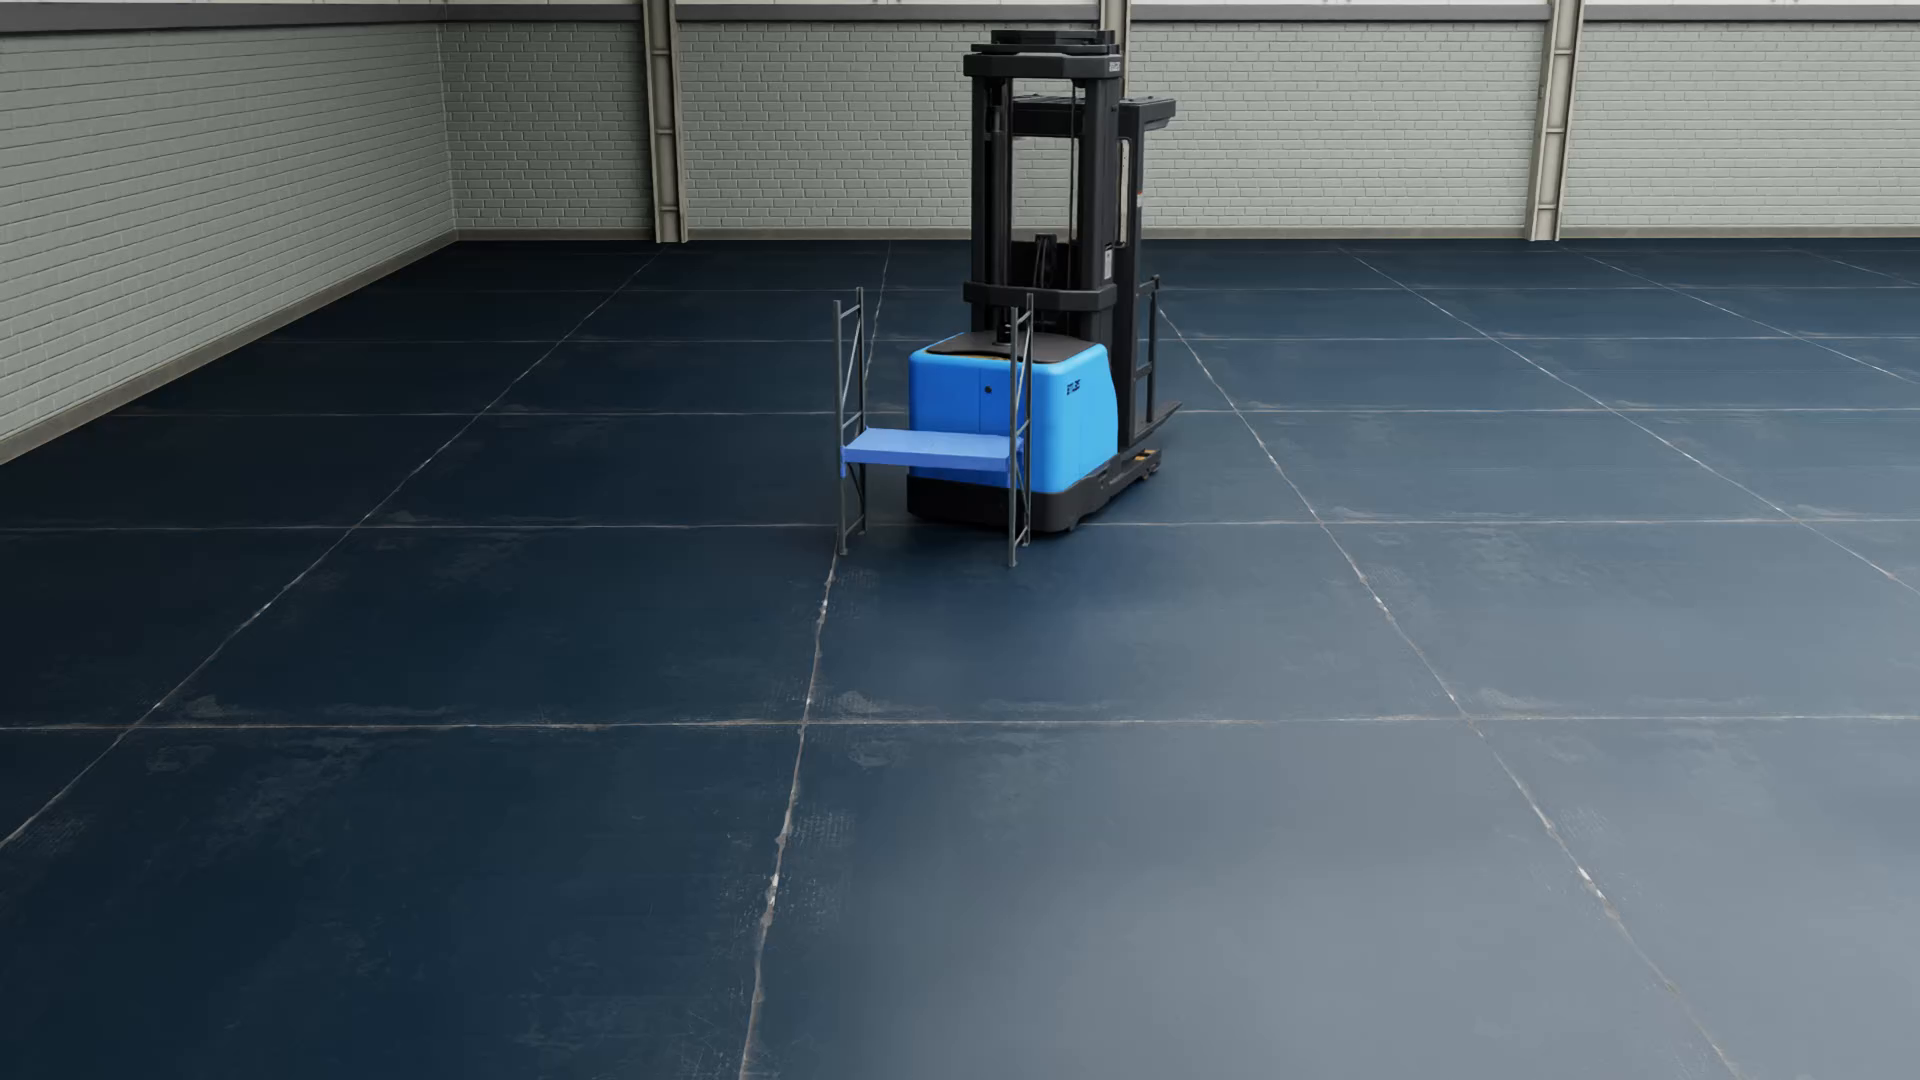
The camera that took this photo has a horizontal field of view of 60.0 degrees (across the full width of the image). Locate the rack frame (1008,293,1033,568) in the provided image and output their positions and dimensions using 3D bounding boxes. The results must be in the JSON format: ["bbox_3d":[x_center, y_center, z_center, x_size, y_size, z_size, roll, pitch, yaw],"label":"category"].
[{"bbox_3d":[0.350,-0.627,9.547,0.032,1.500,0.500,4,18,12],"label":"rack frame"}]

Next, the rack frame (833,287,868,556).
[{"bbox_3d":[-0.641,-0.697,9.766,0.032,1.500,0.500,4,18,12],"label":"rack frame"}]

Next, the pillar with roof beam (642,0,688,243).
[{"bbox_3d":[-3.887,-7.074,17.368,0.400,9.000,9.100,0,18,-1],"label":"pillar with roof beam"}]

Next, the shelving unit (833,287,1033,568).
[{"bbox_3d":[-0.145,-0.662,9.656,1.048,1.500,0.538,4,18,12],"label":"shelving unit"}]

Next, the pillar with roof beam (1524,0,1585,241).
[{"bbox_3d":[8.112,-7.132,17.548,0.400,9.000,9.100,0,18,-1],"label":"pillar with roof beam"}]

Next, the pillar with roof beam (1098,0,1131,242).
[{"bbox_3d":[2.113,-7.103,17.458,0.400,9.000,9.100,0,18,-1],"label":"pillar with roof beam"}]

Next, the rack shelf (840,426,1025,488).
[{"bbox_3d":[-0.145,-0.491,9.711,1.000,0.185,0.538,4,18,12],"label":"rack shelf"}]

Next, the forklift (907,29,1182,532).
[{"bbox_3d":[0.742,-1.851,11.018,1.130,2.935,3.031,8,19,23],"label":"forklift"}]
